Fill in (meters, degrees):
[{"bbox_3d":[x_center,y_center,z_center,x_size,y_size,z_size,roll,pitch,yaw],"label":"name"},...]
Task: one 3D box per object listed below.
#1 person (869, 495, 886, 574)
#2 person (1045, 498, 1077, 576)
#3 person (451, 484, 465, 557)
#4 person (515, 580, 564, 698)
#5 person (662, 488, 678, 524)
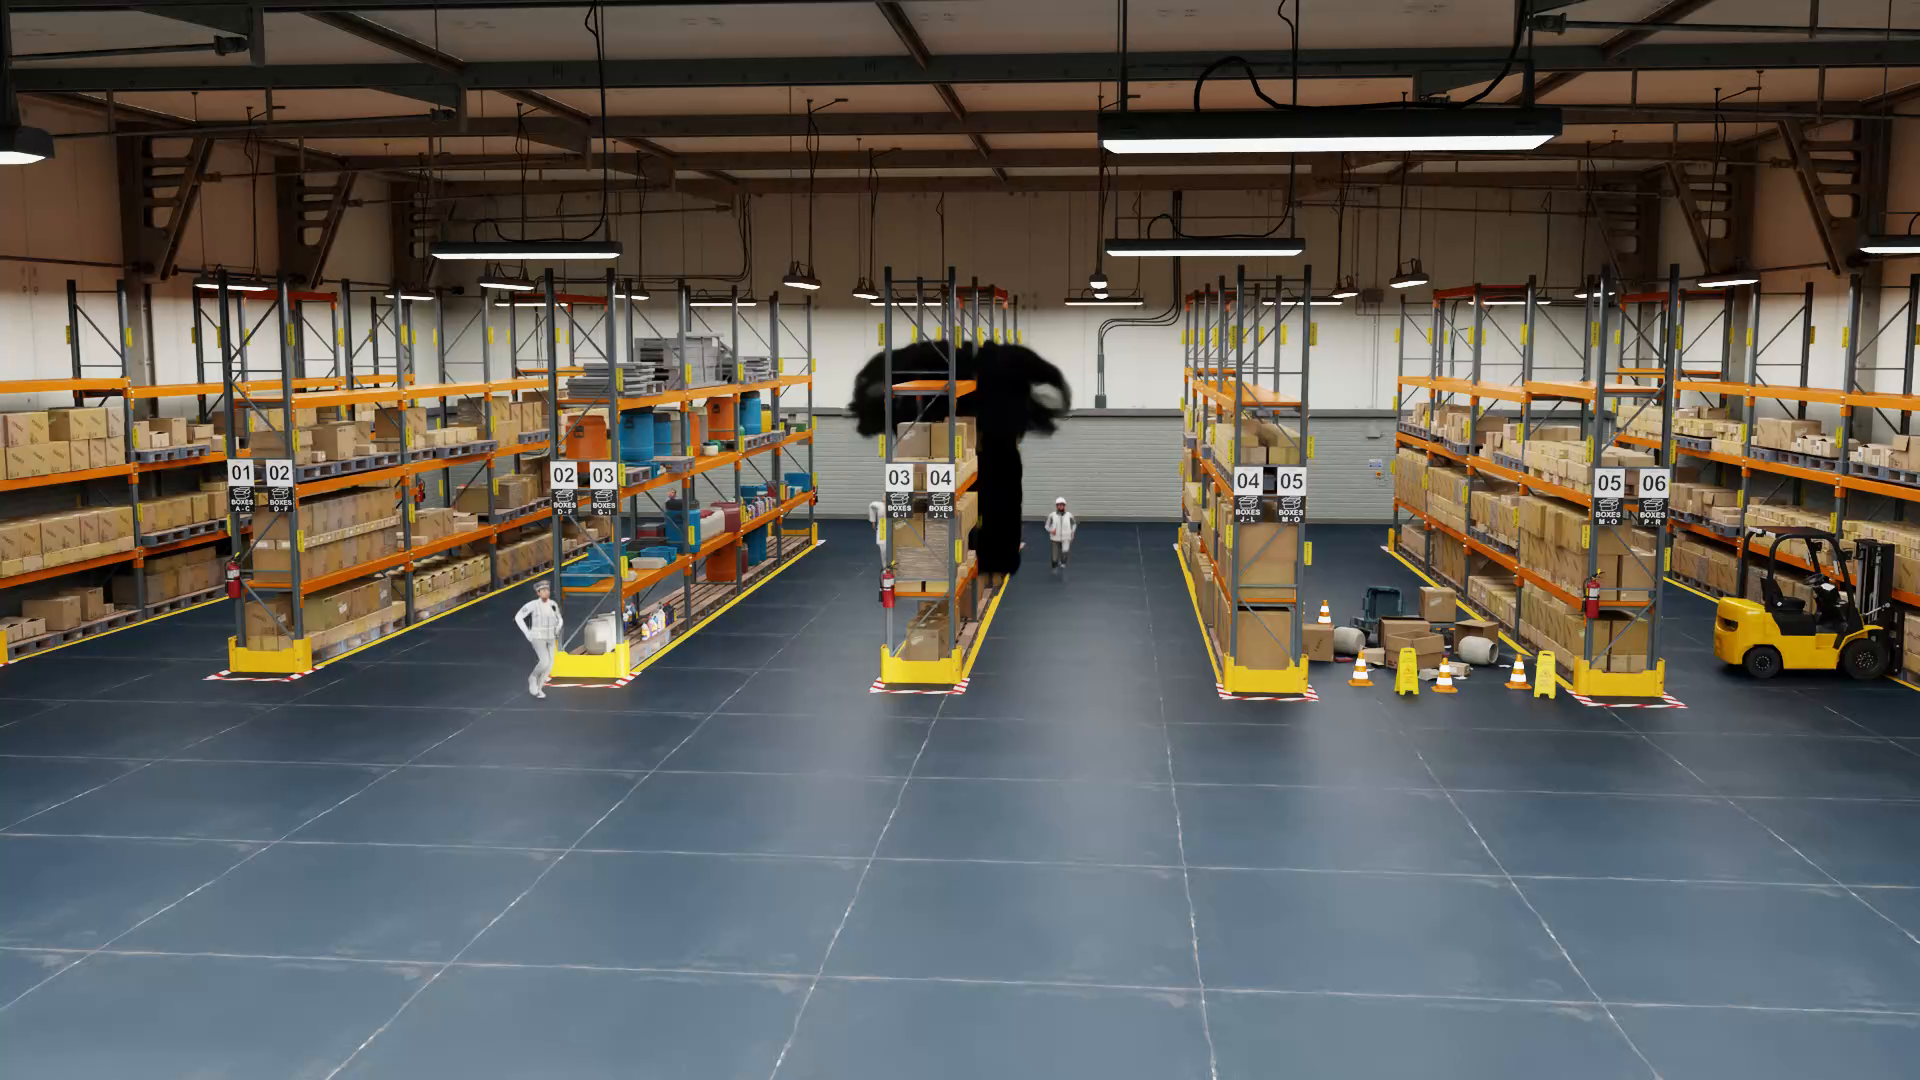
[{"bbox_3d":[-1.415,0.034,32.782,0.753,1.612,0.996,1,7,6],"label":"person"},{"bbox_3d":[2.081,-0.045,34.158,0.669,1.653,0.858,0,7,0],"label":"person"},{"bbox_3d":[-11.034,-0.374,37.111,0.667,1.788,0.911,0,7,0],"label":"person"},{"bbox_3d":[-5.770,1.376,23.085,0.542,1.646,0.636,6,9,42],"label":"person"},{"bbox_3d":[-6.484,-0.357,37.568,0.587,1.606,0.568,0,7,3],"label":"person"}]
